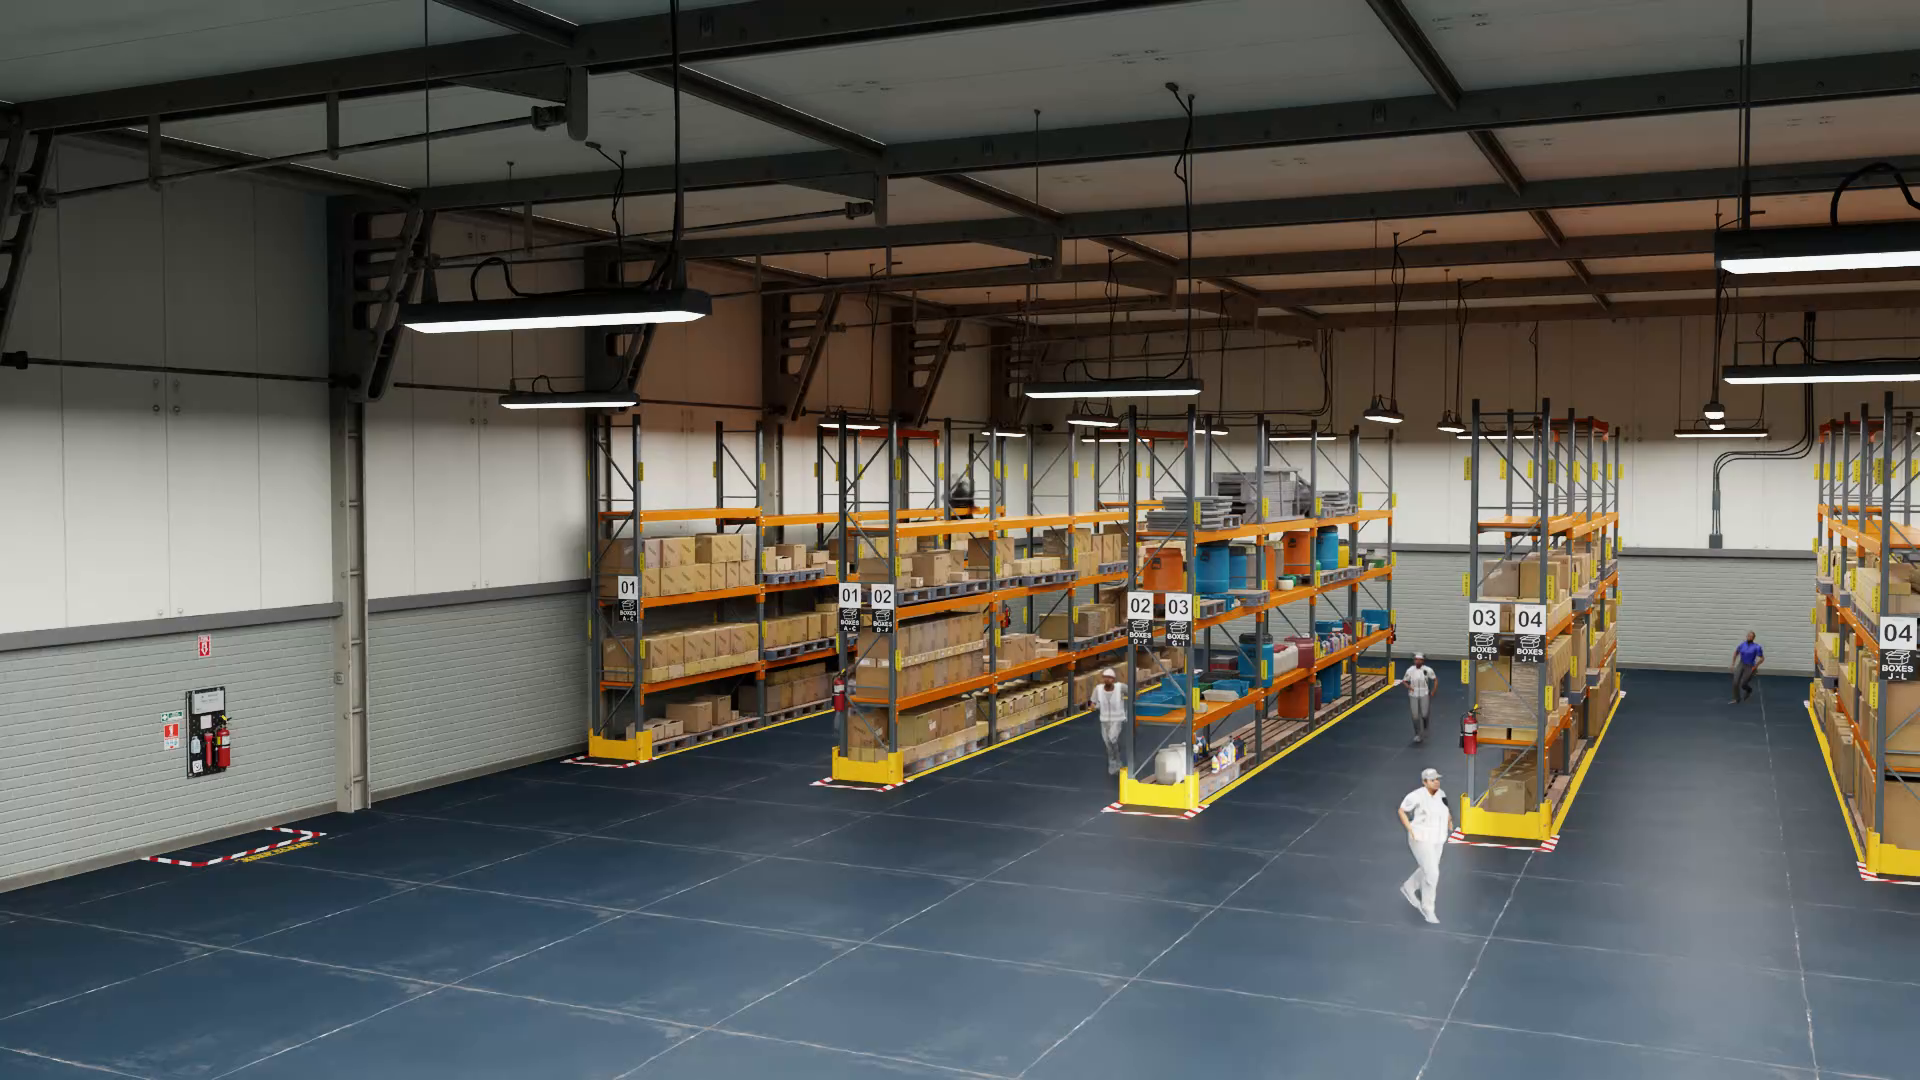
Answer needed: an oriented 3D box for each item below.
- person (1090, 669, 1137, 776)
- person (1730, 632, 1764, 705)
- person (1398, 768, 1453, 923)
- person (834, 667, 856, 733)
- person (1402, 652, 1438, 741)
[{"bbox_3d":[2.502,2.985,27.329,0.718,1.756,0.809,1,3,22],"label":"person"},{"bbox_3d":[16.884,2.751,35.657,0.490,1.591,0.619,-2,3,-39],"label":"person"},{"bbox_3d":[5.238,3.418,18.767,0.612,1.736,0.704,-1,3,-29],"label":"person"},{"bbox_3d":[-2.005,3.022,29.561,0.543,1.535,0.574,1,3,24],"label":"person"},{"bbox_3d":[8.501,2.901,30.763,0.624,1.671,0.528,1,2,19],"label":"person"}]
